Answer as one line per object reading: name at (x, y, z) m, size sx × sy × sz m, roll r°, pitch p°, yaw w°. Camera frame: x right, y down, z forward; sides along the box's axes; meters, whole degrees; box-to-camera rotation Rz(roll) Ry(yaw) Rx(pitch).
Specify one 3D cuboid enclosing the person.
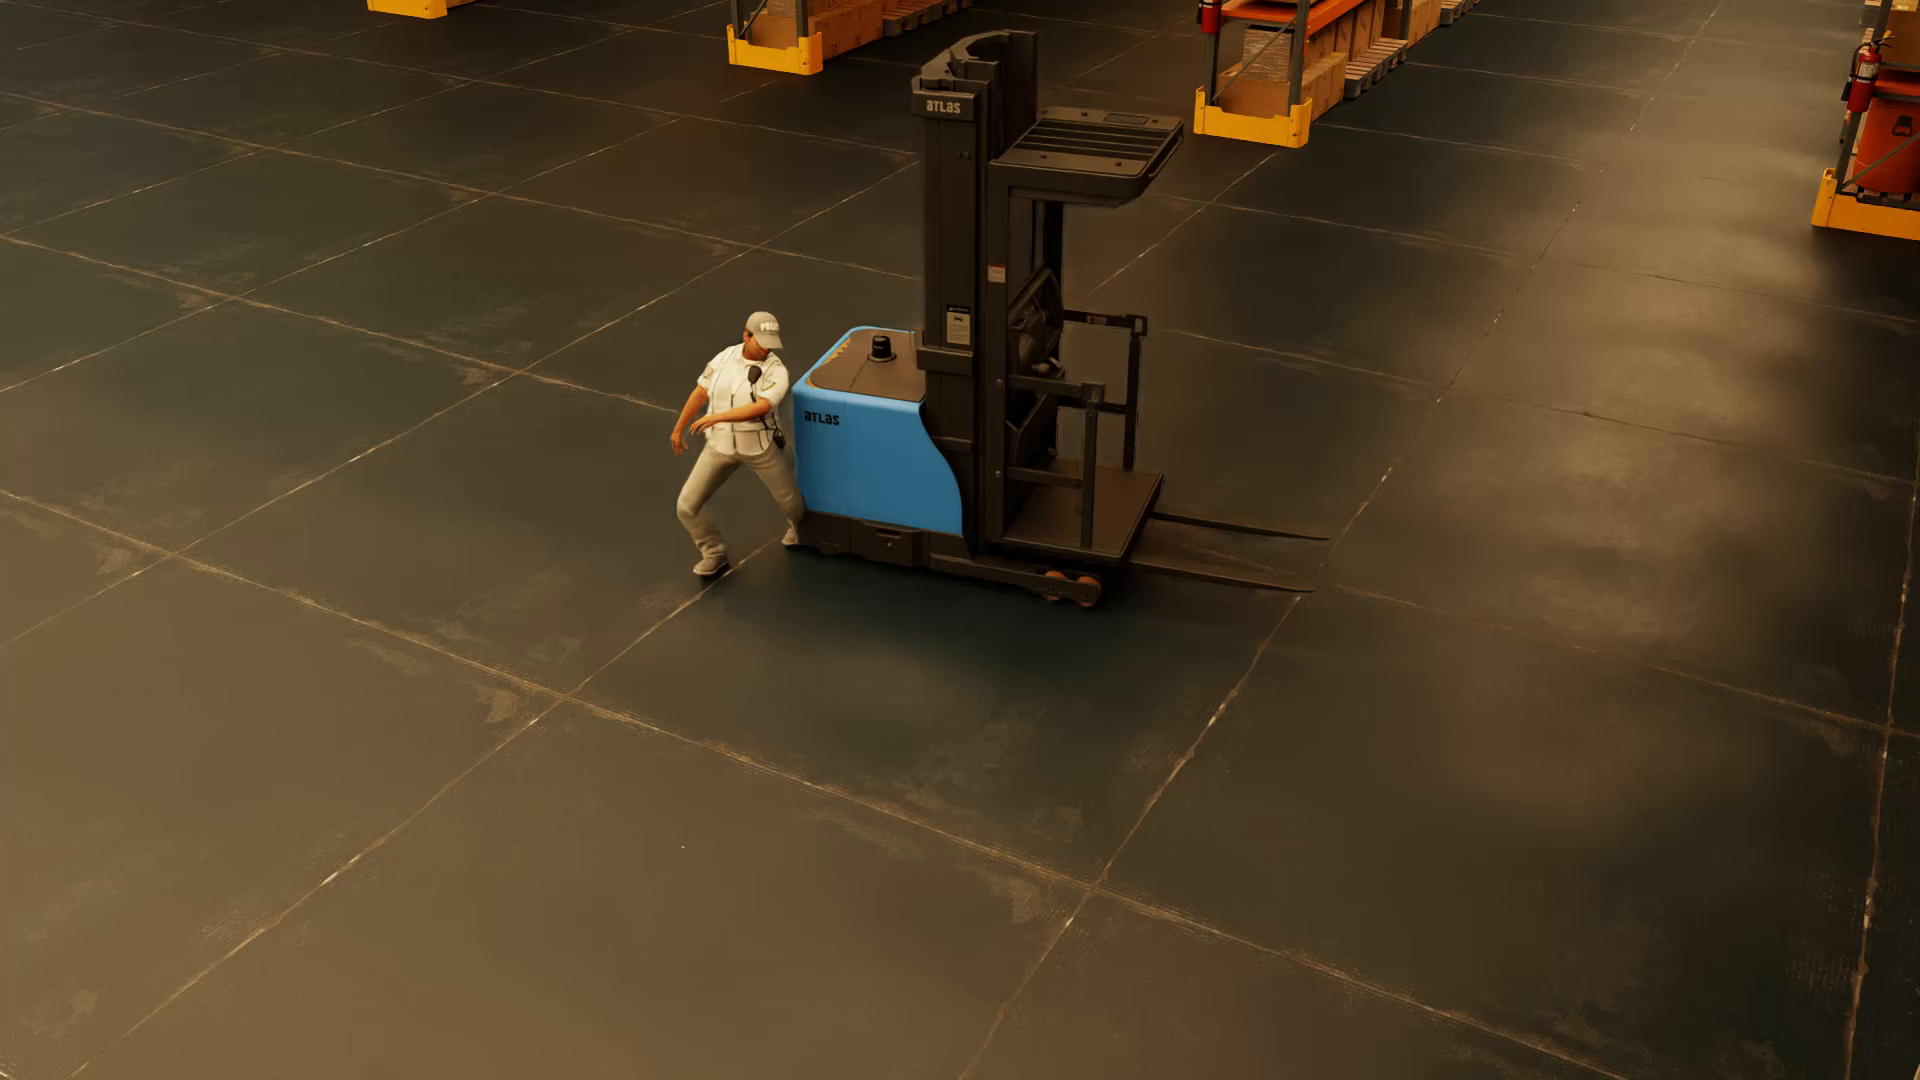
person at (-1.275, -0.541, 9.406) m, size 0.748 × 1.519 × 0.804 m, roll 4°, pitch 30°, yaw 6°

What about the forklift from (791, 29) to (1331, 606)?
forklift at (0.604, -1.195, 9.142) m, size 3.031 × 2.935 × 1.130 m, roll 10°, pitch 31°, yaw 16°
